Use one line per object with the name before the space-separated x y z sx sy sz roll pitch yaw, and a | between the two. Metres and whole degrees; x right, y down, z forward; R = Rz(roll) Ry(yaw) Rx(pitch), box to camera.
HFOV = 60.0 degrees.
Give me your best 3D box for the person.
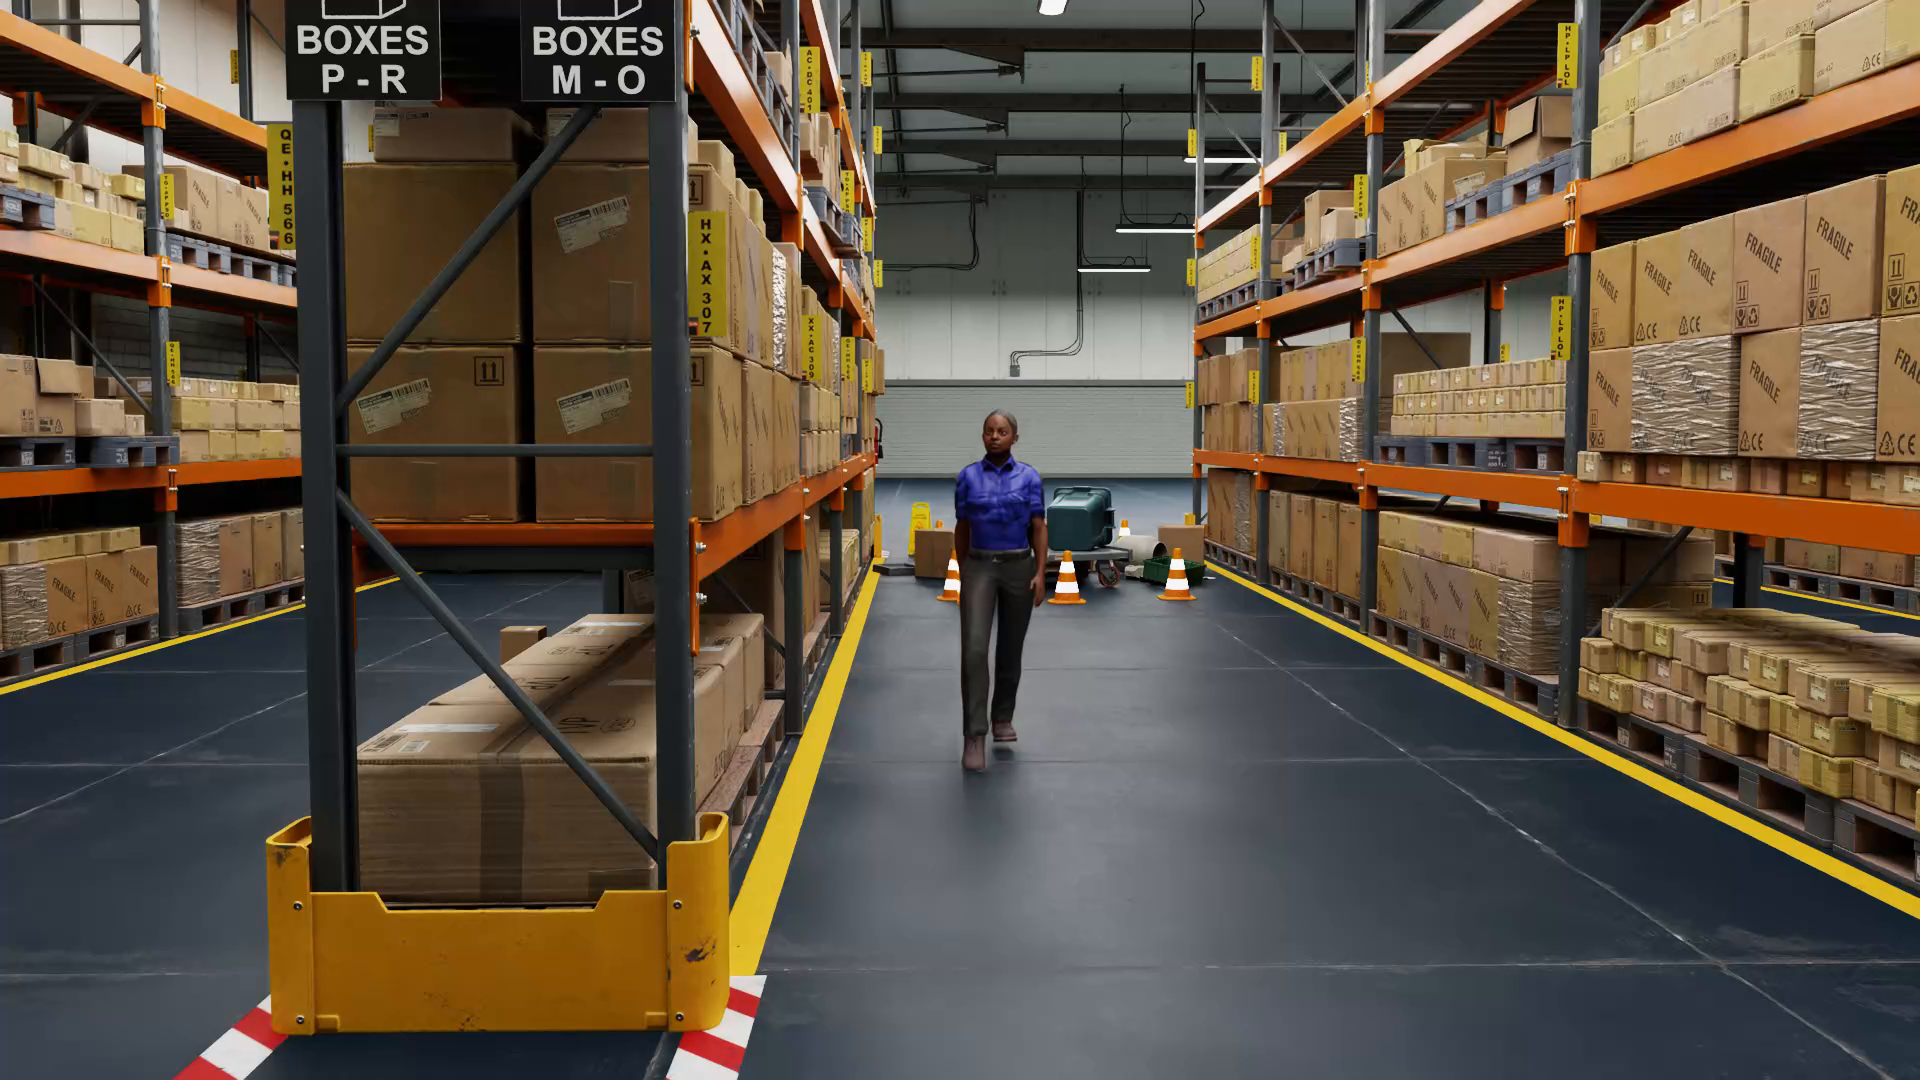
person | 0.200 0.216 7.927 0.445 1.676 0.777 0 4 -1
